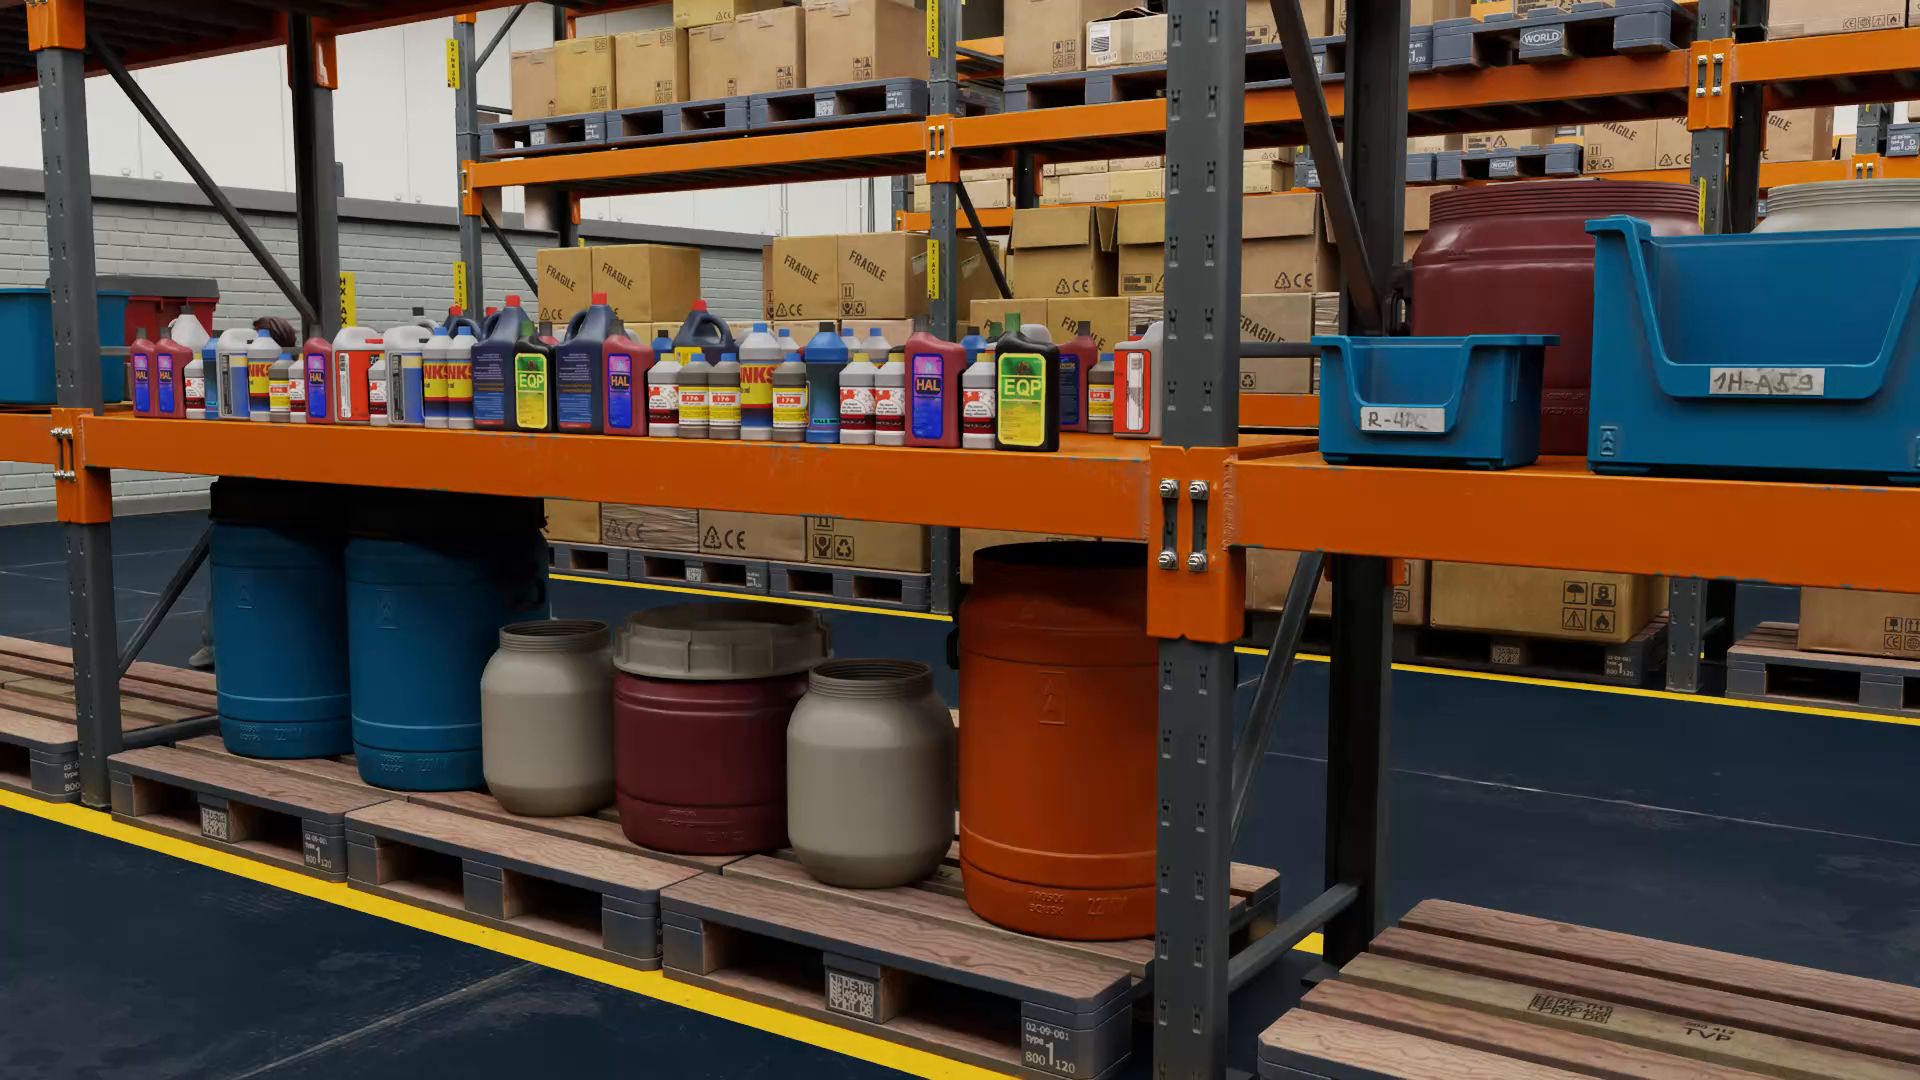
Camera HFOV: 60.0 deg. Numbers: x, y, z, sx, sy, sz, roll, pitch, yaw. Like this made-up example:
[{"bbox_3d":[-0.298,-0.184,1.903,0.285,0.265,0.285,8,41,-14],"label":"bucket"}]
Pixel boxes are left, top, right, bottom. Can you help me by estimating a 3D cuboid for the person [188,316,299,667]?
[{"bbox_3d":[-3.308,-0.219,7.899,0.808,1.672,0.460,3,7,28],"label":"person"}]
